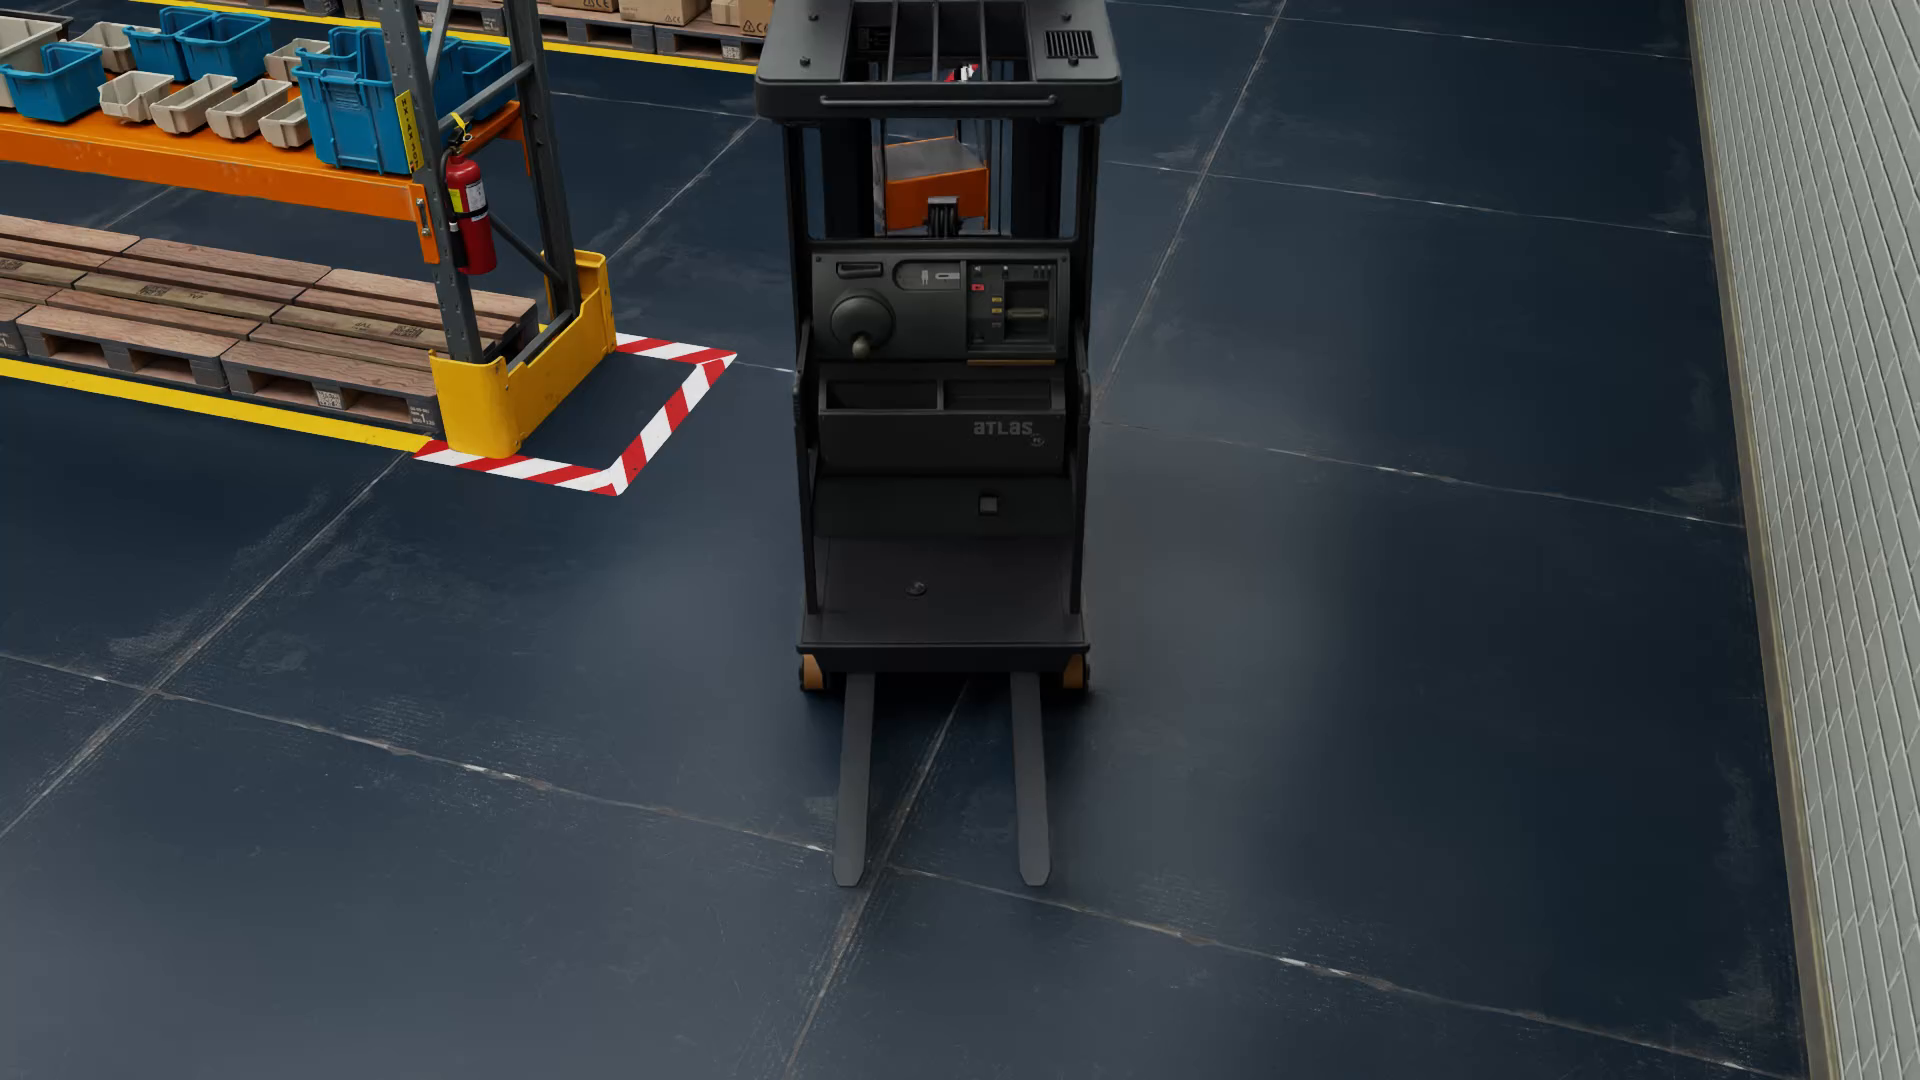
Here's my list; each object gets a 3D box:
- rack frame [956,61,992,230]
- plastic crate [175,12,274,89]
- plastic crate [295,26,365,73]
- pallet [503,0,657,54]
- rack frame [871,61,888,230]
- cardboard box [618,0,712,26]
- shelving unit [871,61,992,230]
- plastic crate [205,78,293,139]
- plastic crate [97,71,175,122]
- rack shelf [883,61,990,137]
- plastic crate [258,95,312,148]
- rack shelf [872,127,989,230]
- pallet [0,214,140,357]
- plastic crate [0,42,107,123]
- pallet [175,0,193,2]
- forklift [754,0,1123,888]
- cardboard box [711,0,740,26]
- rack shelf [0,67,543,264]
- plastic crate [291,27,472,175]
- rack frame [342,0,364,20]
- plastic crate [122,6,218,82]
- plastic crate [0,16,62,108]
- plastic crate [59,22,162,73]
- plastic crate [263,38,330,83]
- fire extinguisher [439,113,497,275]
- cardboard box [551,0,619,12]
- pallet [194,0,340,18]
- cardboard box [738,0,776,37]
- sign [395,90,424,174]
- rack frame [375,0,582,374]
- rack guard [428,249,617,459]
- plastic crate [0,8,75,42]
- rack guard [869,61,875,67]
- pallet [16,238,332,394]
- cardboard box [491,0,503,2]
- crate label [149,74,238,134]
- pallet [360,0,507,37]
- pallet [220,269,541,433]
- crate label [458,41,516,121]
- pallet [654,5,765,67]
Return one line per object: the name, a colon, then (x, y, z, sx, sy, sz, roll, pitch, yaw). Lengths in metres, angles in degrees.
rack frame: (0.060, -1.589, 7.636, 0.015, 2.100, 0.400, -13, 38, -17)
plastic crate: (-3.518, -2.353, 8.007, 0.300, 0.233, 0.416, 10, 38, 14)
plastic crate: (-2.890, -2.237, 7.849, 0.300, 0.233, 0.416, 10, 38, 14)
pallet: (-2.638, -3.983, 12.484, 1.213, 0.211, 1.003, 10, 38, 14)
rack frame: (-0.395, -1.486, 7.495, 0.015, 2.100, 0.400, -13, 38, -17)
cardboard box: (-2.134, -3.947, 12.031, 0.500, 0.250, 0.500, 10, 38, 14)
shelving unit: (-0.167, -1.537, 7.566, 0.503, 2.100, 0.431, -13, 38, -17)
plastic crate: (-3.229, -1.953, 7.544, 0.243, 0.136, 0.396, 10, 38, 14)
plastic crate: (-3.790, -2.030, 7.649, 0.250, 0.136, 0.298, 10, 38, 14)
rack shelf: (-0.169, -2.092, 7.161, 0.480, 0.518, 0.431, -13, 38, -17)
plastic crate: (-2.956, -1.893, 7.464, 0.243, 0.136, 0.396, 10, 38, 14)
rack shelf: (-0.167, -1.526, 7.574, 0.480, 0.518, 0.431, -13, 38, -17)
pallet: (-5.229, -1.410, 8.987, 1.213, 0.211, 1.003, 10, 38, 14)
plastic crate: (-4.161, -2.108, 7.675, 0.300, 0.233, 0.416, 10, 38, 14)
pallet: (-6.417, -4.656, 13.399, 1.213, 0.211, 1.003, 10, 38, 14)
forklift: (-0.064, -0.783, 5.841, 1.130, 2.935, 3.031, 0, 36, 0)
cardboard box: (-1.596, -3.851, 11.971, 0.250, 0.166, 0.380, 10, 38, 14)
rack shelf: (-4.033, -1.997, 8.040, 4.000, 0.370, 1.077, 10, 38, 14)
plastic crate: (-2.499, -1.926, 7.255, 0.499, 0.435, 0.616, 10, 38, 14)
rack frame: (-4.461, -5.443, 12.114, 0.127, 3.000, 1.000, 10, 38, 14)
plastic crate: (-3.805, -2.406, 8.079, 0.300, 0.233, 0.416, 10, 38, 14)
plastic crate: (-4.539, -2.243, 7.816, 0.530, 0.282, 0.437, 10, 38, 14)
plastic crate: (-4.190, -2.421, 8.181, 0.466, 0.136, 0.293, 10, 38, 14)
plastic crate: (-3.190, -2.305, 8.023, 0.298, 0.136, 0.250, 10, 38, 14)
fire extinguisher: (-2.116, -1.469, 7.095, 0.183, 0.674, 0.296, 10, 38, 14)
cardboard box: (-2.667, -4.285, 12.277, 0.637, 0.503, 0.797, 10, 38, 14)
pallet: (-5.249, -4.442, 13.107, 1.213, 0.211, 1.003, 10, 38, 14)
cardboard box: (-1.236, -3.863, 11.705, 0.500, 0.500, 0.500, 10, 38, 14)
sign: (-2.273, -1.685, 6.872, 0.005, 0.325, 0.100, 10, 38, 14)
rack frame: (-2.124, -1.934, 7.347, 0.127, 3.000, 1.000, 10, 38, 14)
rack guard: (-2.097, -0.930, 8.092, 0.348, 0.500, 1.175, 10, 38, 14)
plastic crate: (-4.794, -2.508, 8.309, 0.590, 0.125, 0.437, 10, 38, 14)
rack guard: (-0.716, -3.742, 11.913, 0.348, 0.500, 1.175, 10, 38, 14)
pallet: (-4.060, -1.195, 8.696, 1.213, 0.211, 1.003, 10, 38, 14)
cardboard box: (-3.297, -4.135, 12.357, 0.250, 0.166, 0.380, 10, 38, 14)
crate label: (-3.502, -1.988, 7.593, 0.243, 0.136, 0.396, 10, 38, 14)
pallet: (-3.806, -4.198, 12.775, 1.213, 0.211, 1.003, 10, 38, 14)
pallet: (-2.900, -0.978, 8.401, 1.213, 0.211, 1.003, 10, 38, 14)
crate label: (-2.261, -2.120, 7.691, 0.303, 0.233, 0.416, 10, 38, 14)
pallet: (-1.477, -3.766, 12.189, 1.213, 0.211, 1.003, 10, 38, 14)
